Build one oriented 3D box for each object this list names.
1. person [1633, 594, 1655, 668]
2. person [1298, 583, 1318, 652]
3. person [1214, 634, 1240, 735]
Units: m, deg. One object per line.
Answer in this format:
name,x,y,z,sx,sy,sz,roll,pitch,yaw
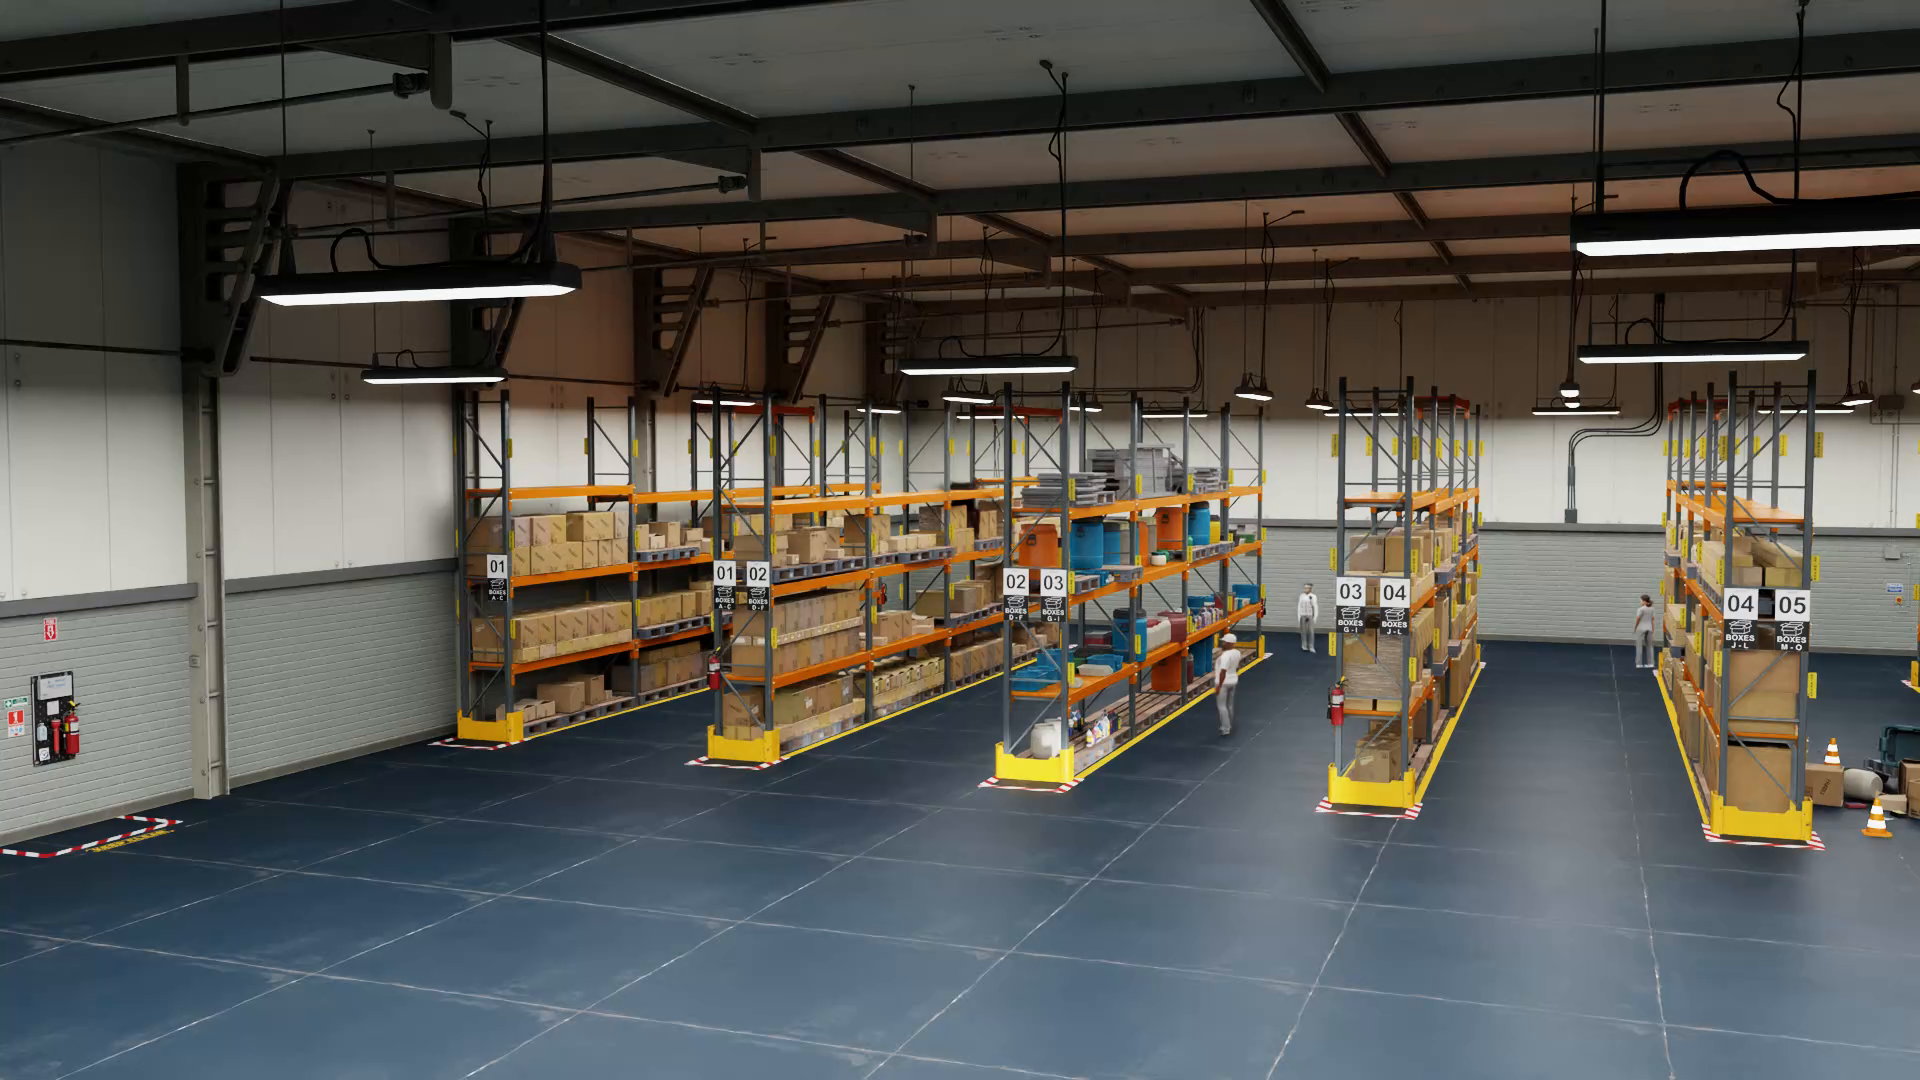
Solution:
person,15.557,2.077,37.809,0.498,1.691,0.397,-1,3,-14
person,8.598,1.906,41.087,0.492,1.703,0.506,1,3,11
person,4.651,2.521,29.223,0.568,1.769,0.583,-2,4,-34
